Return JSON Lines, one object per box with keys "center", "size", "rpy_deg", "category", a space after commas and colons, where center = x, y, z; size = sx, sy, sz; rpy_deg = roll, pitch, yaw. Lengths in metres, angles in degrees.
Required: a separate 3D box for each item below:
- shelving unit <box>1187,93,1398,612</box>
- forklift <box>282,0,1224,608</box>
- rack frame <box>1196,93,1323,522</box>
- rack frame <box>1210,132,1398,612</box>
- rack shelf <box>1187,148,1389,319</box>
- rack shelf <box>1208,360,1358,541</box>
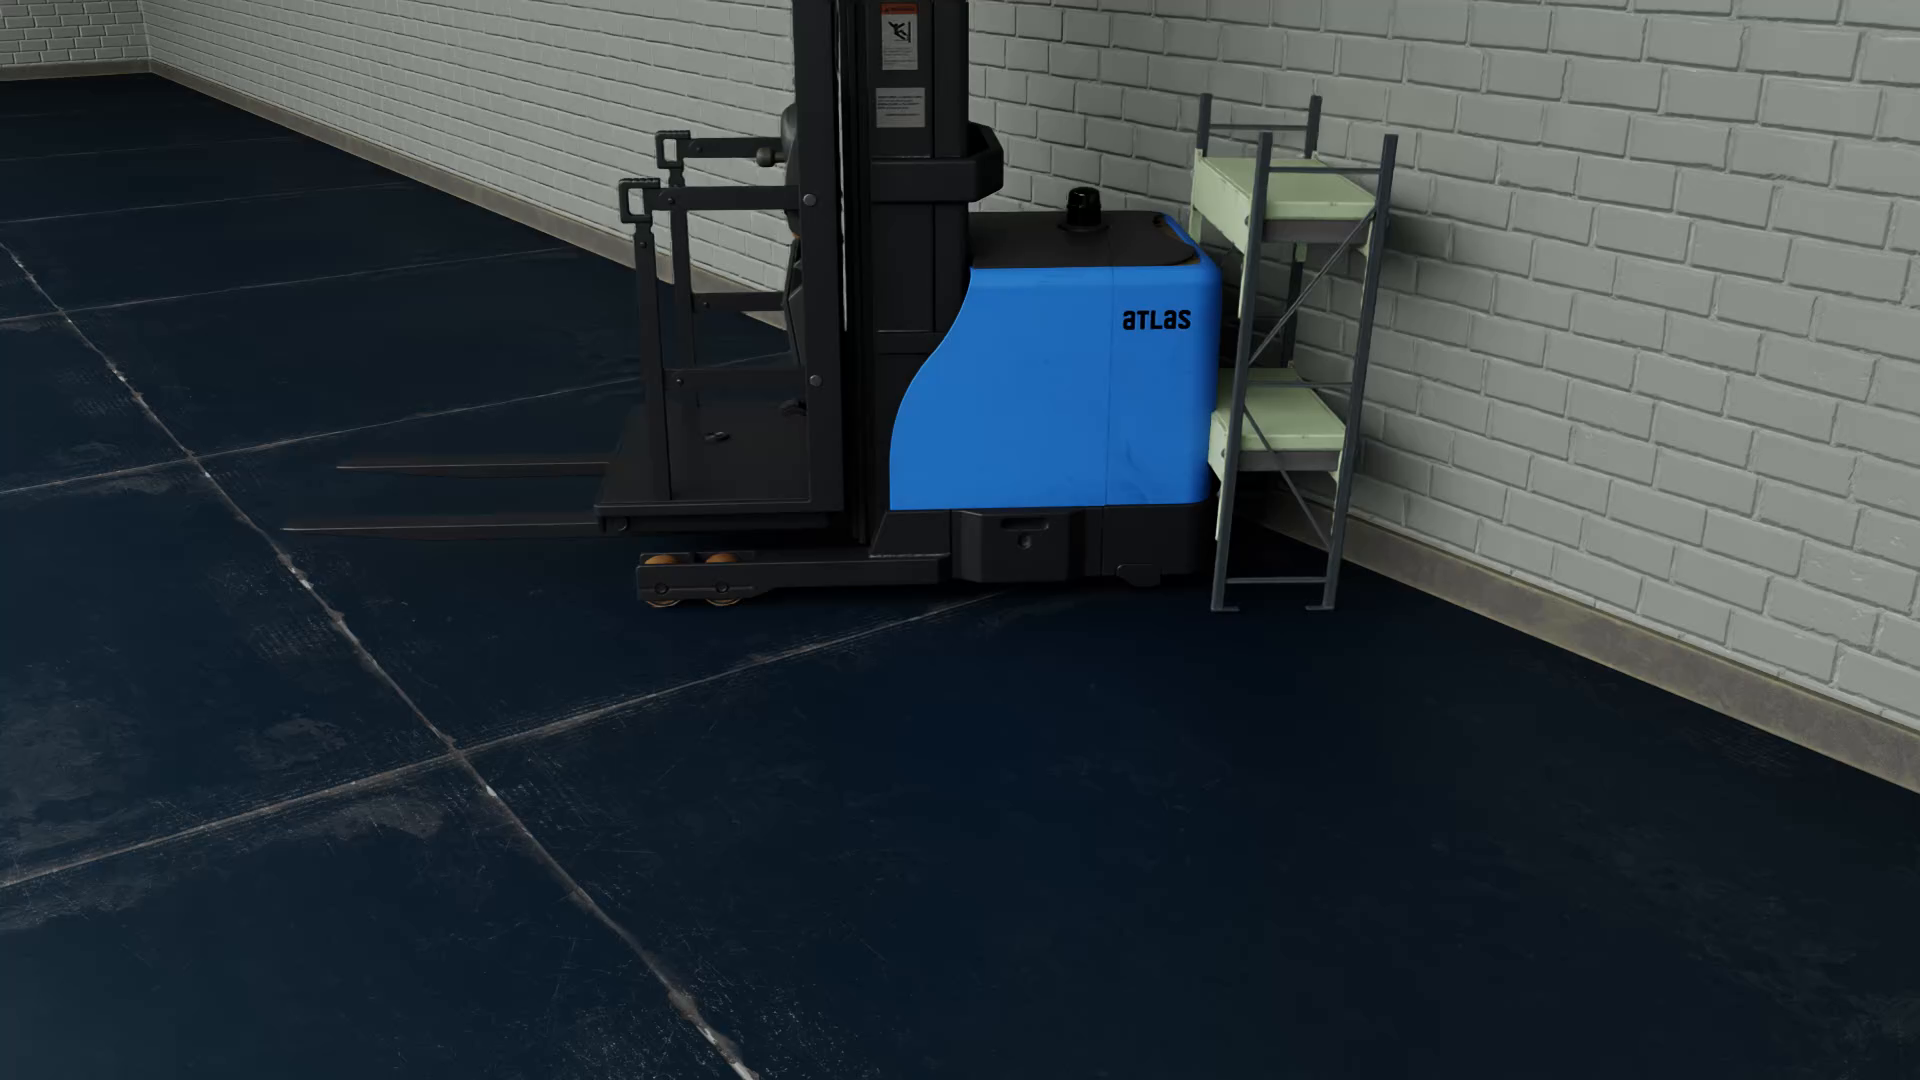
{"center": [0.989, -0.611, 5.353], "size": [0.431, 1.500, 0.755], "rpy_deg": [0, 23, -6], "category": "shelving unit"}
{"center": [-0.705, -1.346, 5.314], "size": [3.031, 2.935, 1.130], "rpy_deg": [-1, 22, -3], "category": "forklift"}
{"center": [0.954, -0.756, 5.687], "size": [0.400, 1.500, 0.023], "rpy_deg": [0, 23, -6], "category": "rack frame"}
{"center": [1.023, -0.466, 5.019], "size": [0.400, 1.500, 0.023], "rpy_deg": [0, 23, -6], "category": "rack frame"}
{"center": [1.002, -0.969, 5.199], "size": [0.431, 0.370, 0.720], "rpy_deg": [0, 23, -6], "category": "rack shelf"}
{"center": [0.978, -0.311, 5.482], "size": [0.431, 0.370, 0.720], "rpy_deg": [0, 23, -6], "category": "rack shelf"}
